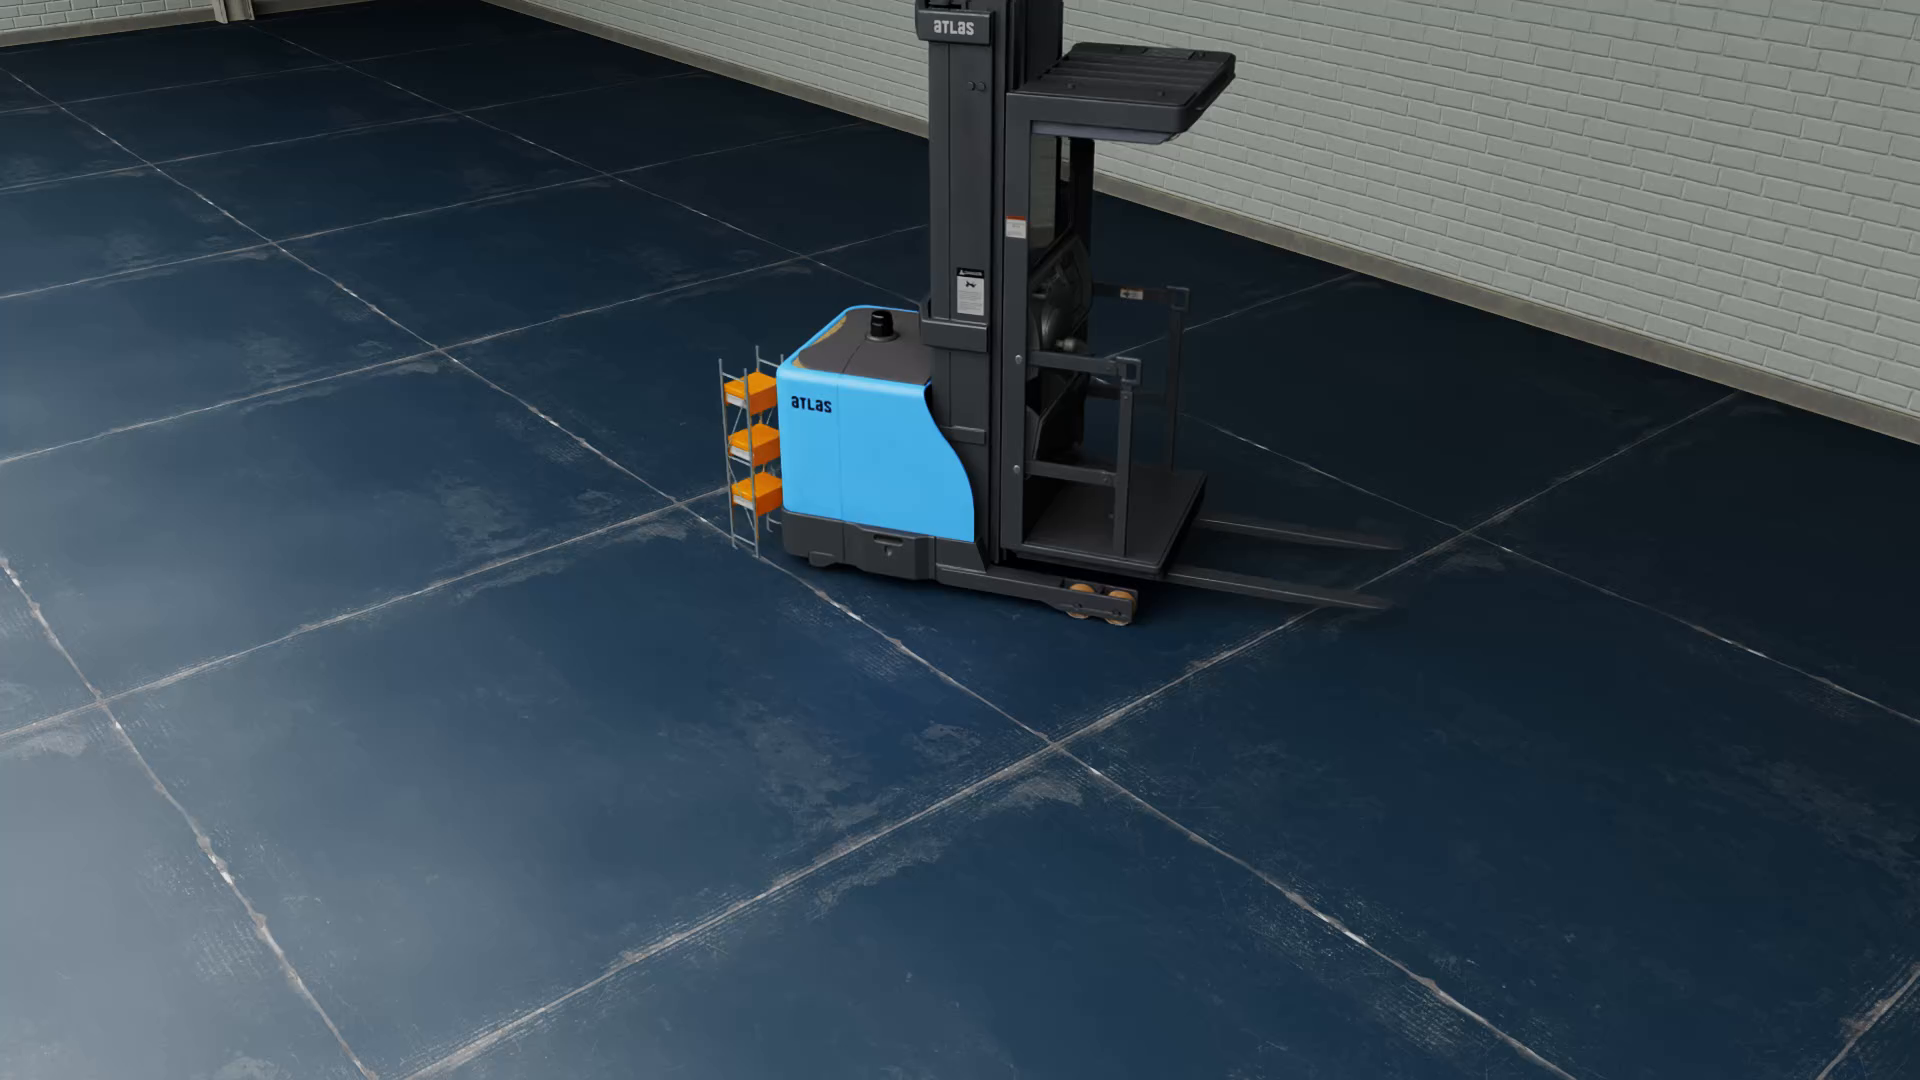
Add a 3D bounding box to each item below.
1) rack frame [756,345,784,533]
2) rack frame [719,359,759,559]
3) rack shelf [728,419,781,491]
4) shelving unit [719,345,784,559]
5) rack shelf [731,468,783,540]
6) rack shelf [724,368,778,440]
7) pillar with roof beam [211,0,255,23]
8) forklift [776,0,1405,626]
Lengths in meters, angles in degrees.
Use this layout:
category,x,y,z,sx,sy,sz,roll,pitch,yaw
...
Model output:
category,x,y,z,sx,sy,sz,roll,pitch,yaw
rack frame,-0.950,-0.485,8.544,0.200,1.050,0.008,23,36,36
rack frame,-1.112,-0.399,8.383,0.200,1.050,0.008,23,36,36
rack shelf,-1.031,-0.433,8.468,0.215,0.259,0.240,23,36,36
shelving unit,-1.031,-0.442,8.463,0.215,1.050,0.252,23,36,36
rack shelf,-1.031,-0.188,8.599,0.215,0.259,0.240,23,36,36
rack shelf,-1.031,-0.683,8.335,0.215,0.259,0.240,23,36,36
pillar with roof beam,-6.410,-9.034,16.106,0.400,9.000,9.100,-22,35,-35
forklift,0.664,-1.163,7.817,3.031,2.935,1.130,9,30,17
